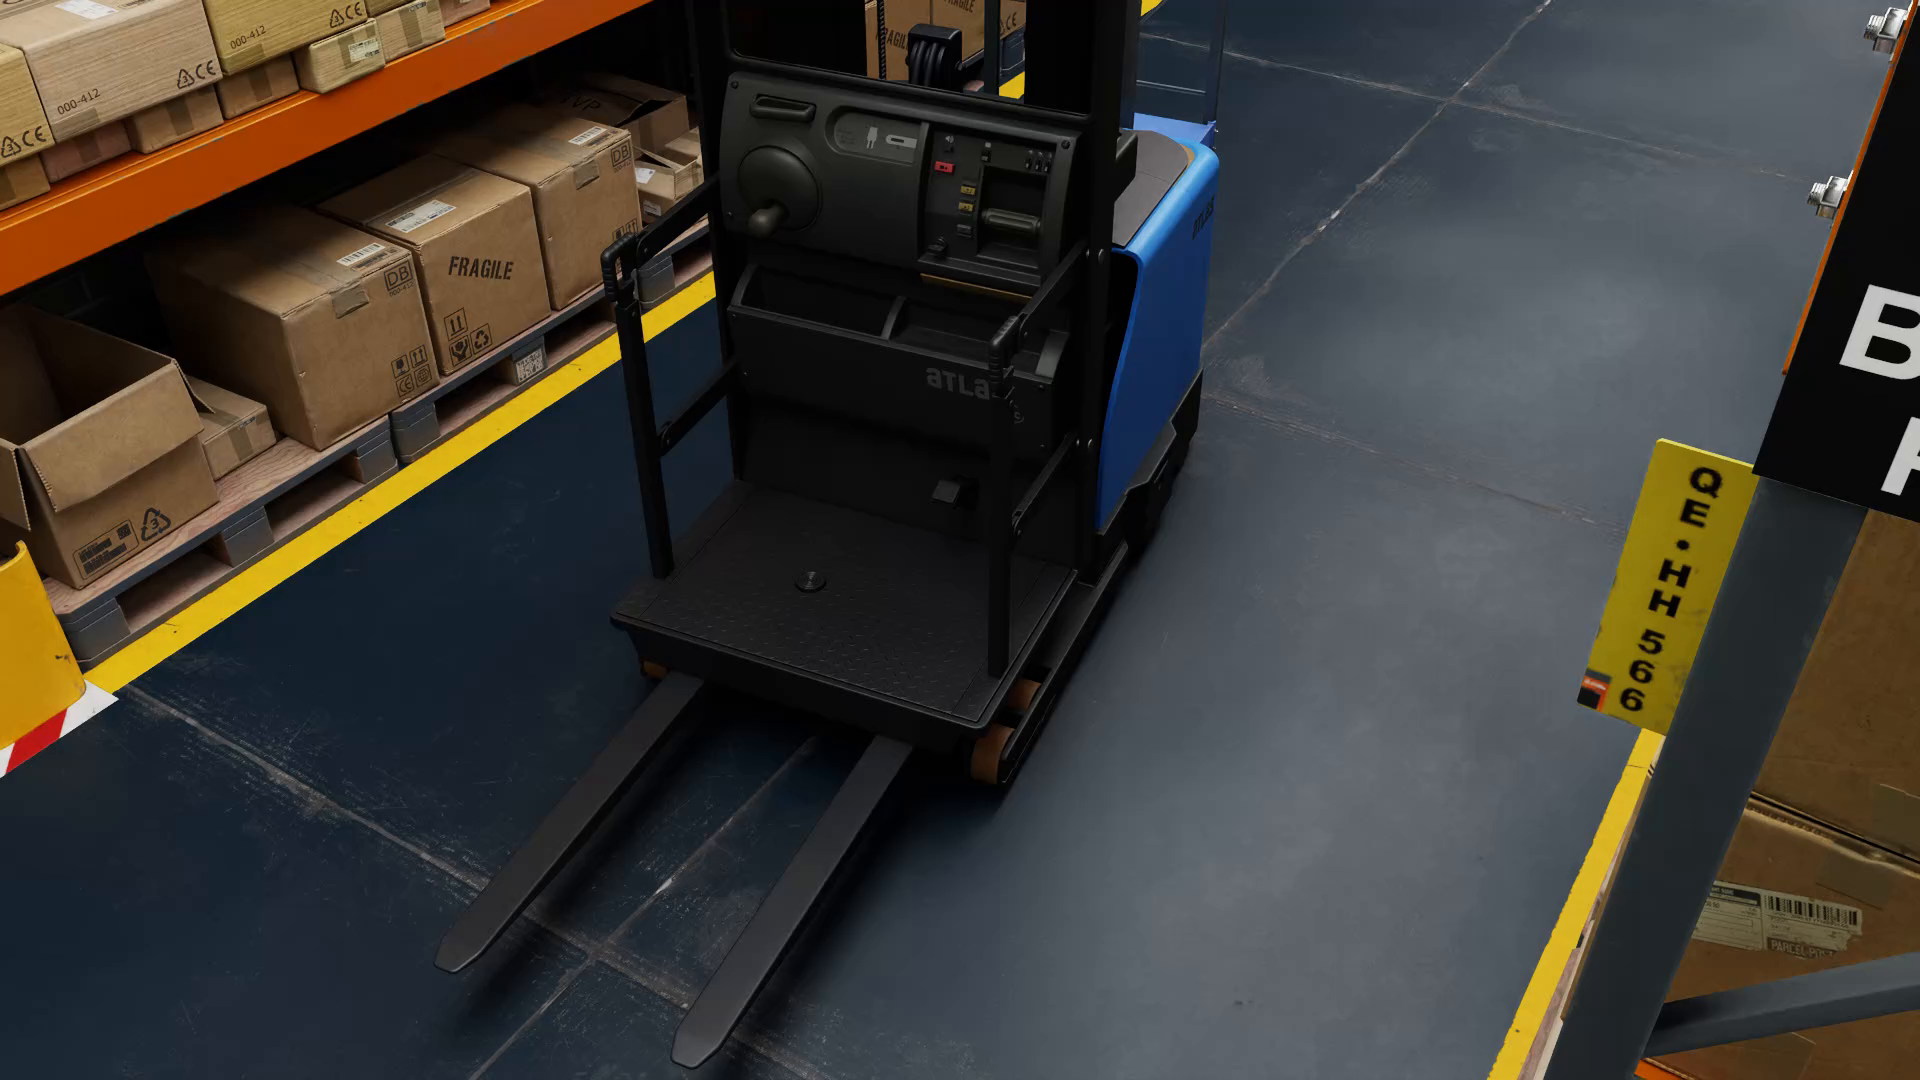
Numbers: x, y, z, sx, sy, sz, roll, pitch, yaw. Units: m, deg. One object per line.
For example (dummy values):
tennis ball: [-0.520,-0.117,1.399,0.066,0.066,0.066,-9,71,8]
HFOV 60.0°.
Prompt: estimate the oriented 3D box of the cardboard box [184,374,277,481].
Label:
cardboard box: [-2.401,-0.359,5.250,0.380,0.149,0.250,19,42,23]

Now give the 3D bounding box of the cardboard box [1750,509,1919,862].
cardboard box: [1.181,0.028,1.856,0.500,0.500,0.500,23,43,27]

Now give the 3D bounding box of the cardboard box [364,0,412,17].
cardboard box: [-1.804,-1.829,5.044,0.500,0.250,0.500,20,42,24]

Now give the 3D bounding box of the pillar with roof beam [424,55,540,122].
pillar with roof beam: [1.575,-3.797,2.805,9.100,9.000,0.400,21,42,25]

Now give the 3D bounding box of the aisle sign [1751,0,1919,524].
aisle sign: [0.824,-0.304,1.058,0.394,0.787,0.004,21,42,25]

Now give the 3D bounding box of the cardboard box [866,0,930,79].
cardboard box: [-0.477,-2.246,7.410,0.500,0.500,0.500,23,43,27]

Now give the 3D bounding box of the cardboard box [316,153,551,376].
cardboard box: [-1.803,-0.960,5.742,0.500,0.500,0.500,22,43,26]

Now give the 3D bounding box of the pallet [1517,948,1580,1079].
pallet: [1.486,1.457,3.187,1.003,0.211,1.213,21,42,25]

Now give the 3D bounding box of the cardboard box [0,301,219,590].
cardboard box: [-2.661,-0.293,4.874,0.797,0.503,0.637,19,42,23]

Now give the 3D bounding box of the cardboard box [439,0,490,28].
cardboard box: [-1.725,-1.757,5.279,0.380,0.149,0.250,21,42,25]

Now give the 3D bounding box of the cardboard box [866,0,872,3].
cardboard box: [-0.509,-2.425,7.110,0.380,0.149,0.250,23,43,27]

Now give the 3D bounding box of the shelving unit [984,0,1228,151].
shelving unit: [0.517,-1.413,5.855,0.538,1.500,1.048,15,40,19]

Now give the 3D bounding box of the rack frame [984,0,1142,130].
rack frame: [0.313,-1.129,5.486,0.500,1.500,0.032,15,40,19]

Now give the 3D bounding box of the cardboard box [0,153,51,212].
cardboard box: [-2.564,-0.958,4.241,0.380,0.149,0.250,22,43,26]

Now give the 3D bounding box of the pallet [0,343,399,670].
pallet: [-2.602,-0.177,5.307,1.003,0.211,1.213,21,42,25]

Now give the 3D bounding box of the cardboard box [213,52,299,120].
cardboard box: [-2.128,-1.354,4.755,0.380,0.149,0.250,22,43,26]

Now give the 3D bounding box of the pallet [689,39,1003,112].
pallet: [-0.522,-2.221,7.958,1.003,0.211,1.213,21,42,25]

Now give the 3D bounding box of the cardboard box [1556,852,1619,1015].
cardboard box: [1.876,0.791,3.521,0.875,0.438,0.875,22,43,26]

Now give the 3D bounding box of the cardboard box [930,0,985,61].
cardboard box: [-0.200,-2.523,7.770,0.500,0.500,0.500,21,42,25]

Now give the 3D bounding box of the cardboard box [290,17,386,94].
cardboard box: [-1.929,-1.459,4.892,0.380,0.149,0.250,20,42,24]

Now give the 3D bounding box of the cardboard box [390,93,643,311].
cardboard box: [-1.614,-1.255,6.125,0.700,0.500,0.500,20,42,23]

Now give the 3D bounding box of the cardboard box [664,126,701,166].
cardboard box: [-0.977,-1.547,6.792,0.380,0.149,0.250,20,42,24]

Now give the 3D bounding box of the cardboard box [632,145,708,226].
cardboard box: [-1.168,-1.410,6.517,0.396,0.266,0.258,23,43,27]

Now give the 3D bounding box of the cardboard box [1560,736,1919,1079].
cardboard box: [1.159,0.415,2.172,0.500,0.500,0.500,21,42,25]

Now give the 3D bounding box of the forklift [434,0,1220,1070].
forklift: [-0.251,-0.812,3.902,1.130,2.935,3.031,15,40,19]

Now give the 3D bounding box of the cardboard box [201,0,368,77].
cardboard box: [-2.060,-1.558,4.693,0.500,0.250,0.500,20,42,24]

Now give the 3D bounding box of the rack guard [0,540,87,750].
rack guard: [-3.028,0.119,4.686,1.175,0.500,0.348,21,42,25]

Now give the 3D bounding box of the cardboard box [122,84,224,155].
cardboard box: [-2.266,-1.215,4.575,0.380,0.149,0.250,23,43,26]

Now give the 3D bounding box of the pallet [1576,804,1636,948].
pallet: [2.141,0.830,4.000,1.003,0.211,1.213,21,42,25]

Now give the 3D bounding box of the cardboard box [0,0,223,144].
cardboard box: [-2.329,-1.296,4.353,0.500,0.250,0.500,22,43,26]

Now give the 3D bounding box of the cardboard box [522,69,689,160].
cardboard box: [-1.480,-1.732,6.898,0.500,0.311,0.500,23,43,27]

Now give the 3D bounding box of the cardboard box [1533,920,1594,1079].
cardboard box: [1.393,1.266,2.906,0.875,0.438,0.875,20,42,24]

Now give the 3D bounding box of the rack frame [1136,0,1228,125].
rack frame: [0.722,-1.697,6.223,0.500,1.500,0.032,15,40,19]

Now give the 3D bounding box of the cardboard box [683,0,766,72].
cardboard box: [-0.913,-2.420,7.635,0.500,0.500,0.500,21,42,25]

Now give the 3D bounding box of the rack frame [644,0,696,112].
rack frame: [-0.926,-2.893,6.547,1.000,3.000,0.127,21,42,25]

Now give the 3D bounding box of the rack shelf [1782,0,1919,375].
rack shelf: [2.196,-1.144,2.409,1.077,0.370,4.000,21,42,25]

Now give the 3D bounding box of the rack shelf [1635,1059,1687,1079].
rack shelf: [2.196,0.044,3.325,1.077,0.370,4.000,21,42,25]

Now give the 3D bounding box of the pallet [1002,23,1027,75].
pallet: [0.131,-2.852,8.777,1.003,0.211,1.213,21,42,25]

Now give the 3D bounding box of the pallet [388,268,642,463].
pallet: [-1.948,-0.804,6.120,1.003,0.211,1.213,21,42,25]

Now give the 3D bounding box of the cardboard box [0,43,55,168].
cardboard box: [-2.599,-1.036,4.016,0.500,0.250,0.500,21,42,25]

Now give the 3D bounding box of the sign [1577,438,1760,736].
sign: [0.673,0.053,1.582,0.100,0.325,0.005,21,42,25]

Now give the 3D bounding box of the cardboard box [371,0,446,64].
cardboard box: [-1.805,-1.602,5.077,0.380,0.149,0.250,22,43,26]

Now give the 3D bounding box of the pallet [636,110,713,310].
pallet: [-1.295,-1.435,6.939,1.003,0.211,1.213,21,42,25]

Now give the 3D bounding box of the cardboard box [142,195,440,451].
cardboard box: [-2.171,-0.720,5.431,0.700,0.500,0.500,23,43,27]

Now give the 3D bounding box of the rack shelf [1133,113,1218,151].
rack shelf: [0.517,-1.271,5.965,0.538,0.185,1.000,15,40,19]

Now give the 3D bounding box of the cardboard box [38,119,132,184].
cardboard box: [-2.453,-1.105,4.432,0.380,0.149,0.250,21,42,25]

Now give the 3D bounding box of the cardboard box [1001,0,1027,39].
cardboard box: [0.071,-2.779,8.102,0.500,0.500,0.500,20,42,24]
